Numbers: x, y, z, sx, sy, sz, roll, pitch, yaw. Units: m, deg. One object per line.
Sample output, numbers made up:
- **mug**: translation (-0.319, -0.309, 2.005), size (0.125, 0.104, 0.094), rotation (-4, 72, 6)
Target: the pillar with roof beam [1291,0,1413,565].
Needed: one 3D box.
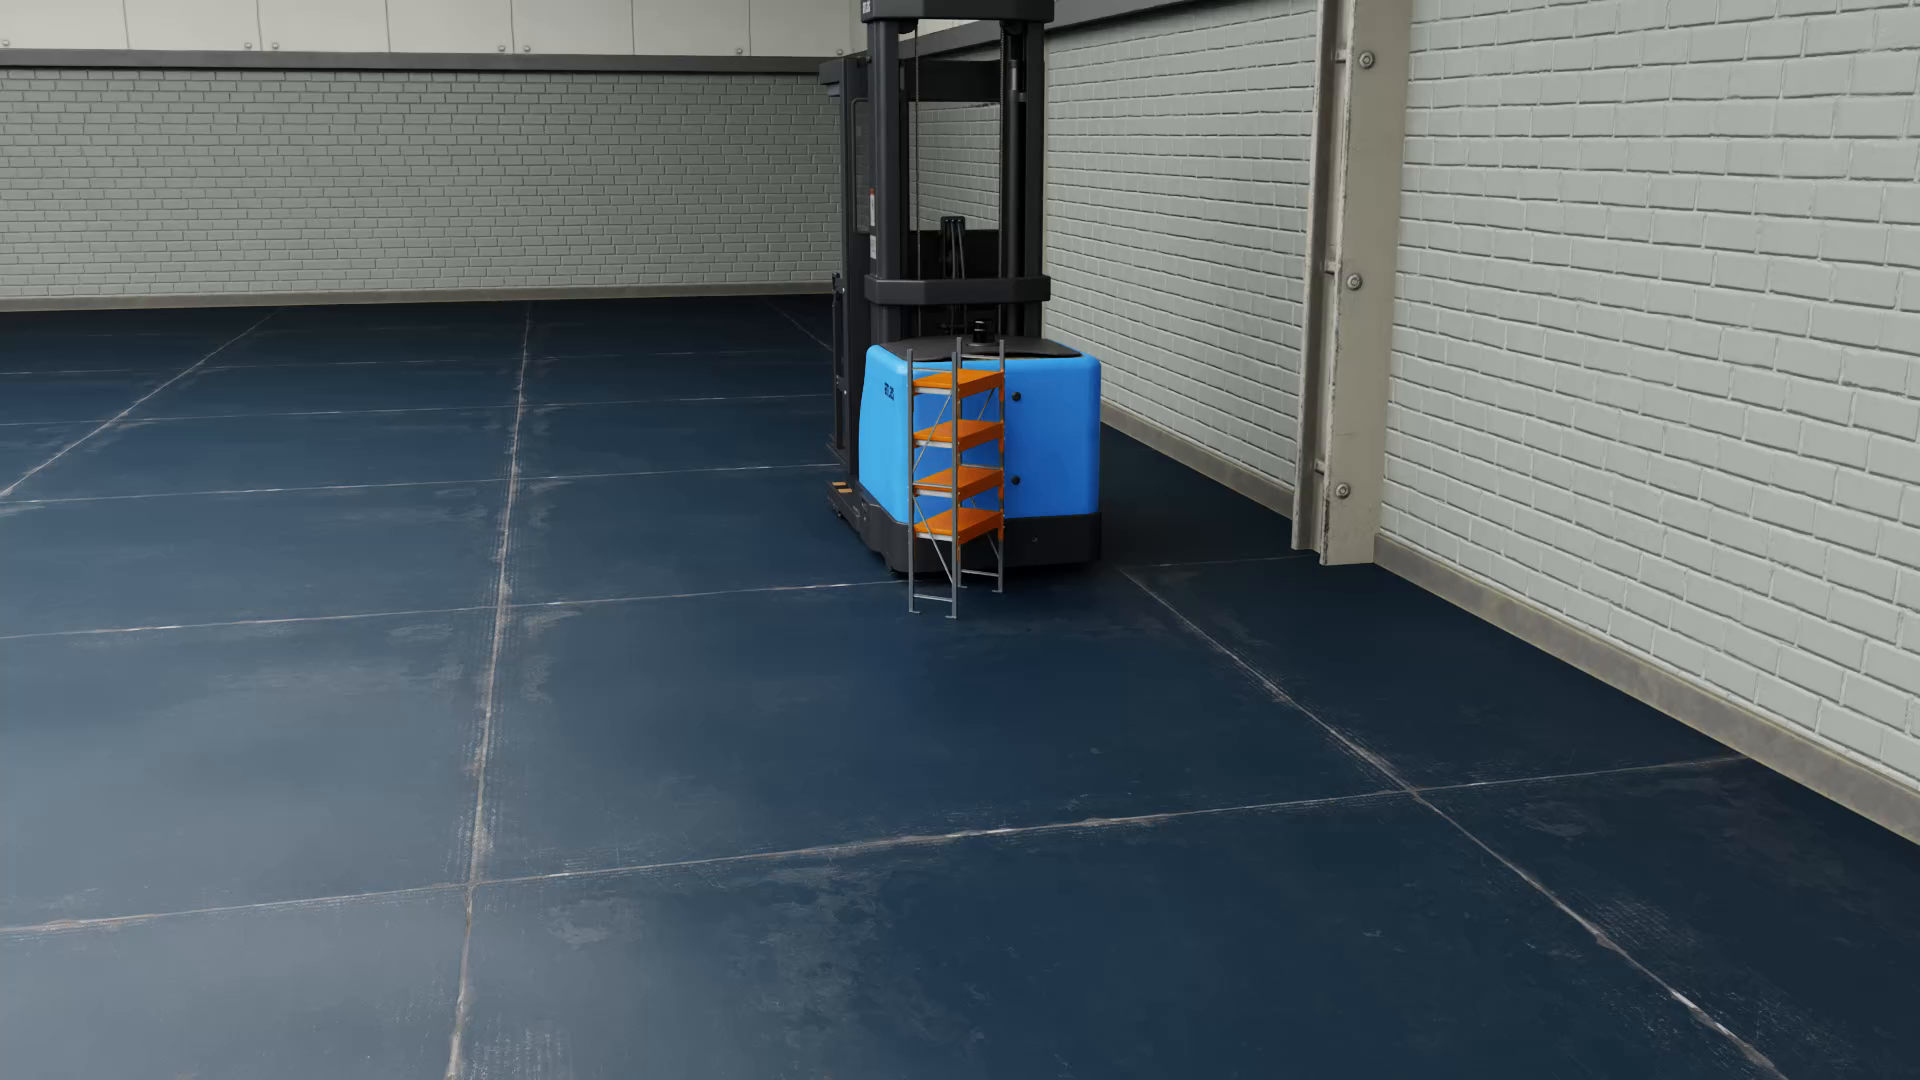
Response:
- **pillar with roof beam**: translation (-2.243, -4.057, 6.572), size (9.100, 9.000, 0.400), rotation (-3, 14, -13)

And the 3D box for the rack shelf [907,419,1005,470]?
- **rack shelf**: translation (-0.012, -0.445, 7.562), size (0.258, 0.148, 0.480), rotation (7, 15, 26)

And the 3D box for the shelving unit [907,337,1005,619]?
- **shelving unit**: translation (-0.012, -0.293, 7.599), size (0.258, 1.200, 0.503), rotation (7, 15, 26)

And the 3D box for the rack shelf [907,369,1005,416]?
- **rack shelf**: translation (-0.012, -0.675, 7.506), size (0.258, 0.148, 0.480), rotation (7, 15, 26)

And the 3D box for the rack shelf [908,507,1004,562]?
- **rack shelf**: translation (-0.012, -0.035, 7.662), size (0.258, 0.148, 0.480), rotation (7, 15, 26)

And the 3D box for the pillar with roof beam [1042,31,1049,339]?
- **pillar with roof beam**: translation (-3.653, -5.441, 12.238), size (9.100, 9.000, 0.400), rotation (-3, 14, -13)

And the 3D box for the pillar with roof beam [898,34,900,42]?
- **pillar with roof beam**: translation (-5.062, -6.825, 17.904), size (9.100, 9.000, 0.400), rotation (-3, 14, -13)

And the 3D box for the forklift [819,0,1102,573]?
- **forklift**: translation (-0.152, -1.569, 9.173), size (1.130, 2.935, 3.031), rotation (-3, 14, -14)

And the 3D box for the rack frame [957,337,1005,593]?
- **rack frame**: translation (0.096, -0.345, 7.811), size (0.240, 1.200, 0.015), rotation (7, 15, 26)

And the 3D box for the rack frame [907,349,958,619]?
- **rack frame**: translation (-0.121, -0.241, 7.387), size (0.240, 1.200, 0.015), rotation (7, 15, 26)

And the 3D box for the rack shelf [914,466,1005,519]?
- **rack shelf**: translation (-0.012, -0.228, 7.615), size (0.258, 0.148, 0.480), rotation (7, 15, 26)
